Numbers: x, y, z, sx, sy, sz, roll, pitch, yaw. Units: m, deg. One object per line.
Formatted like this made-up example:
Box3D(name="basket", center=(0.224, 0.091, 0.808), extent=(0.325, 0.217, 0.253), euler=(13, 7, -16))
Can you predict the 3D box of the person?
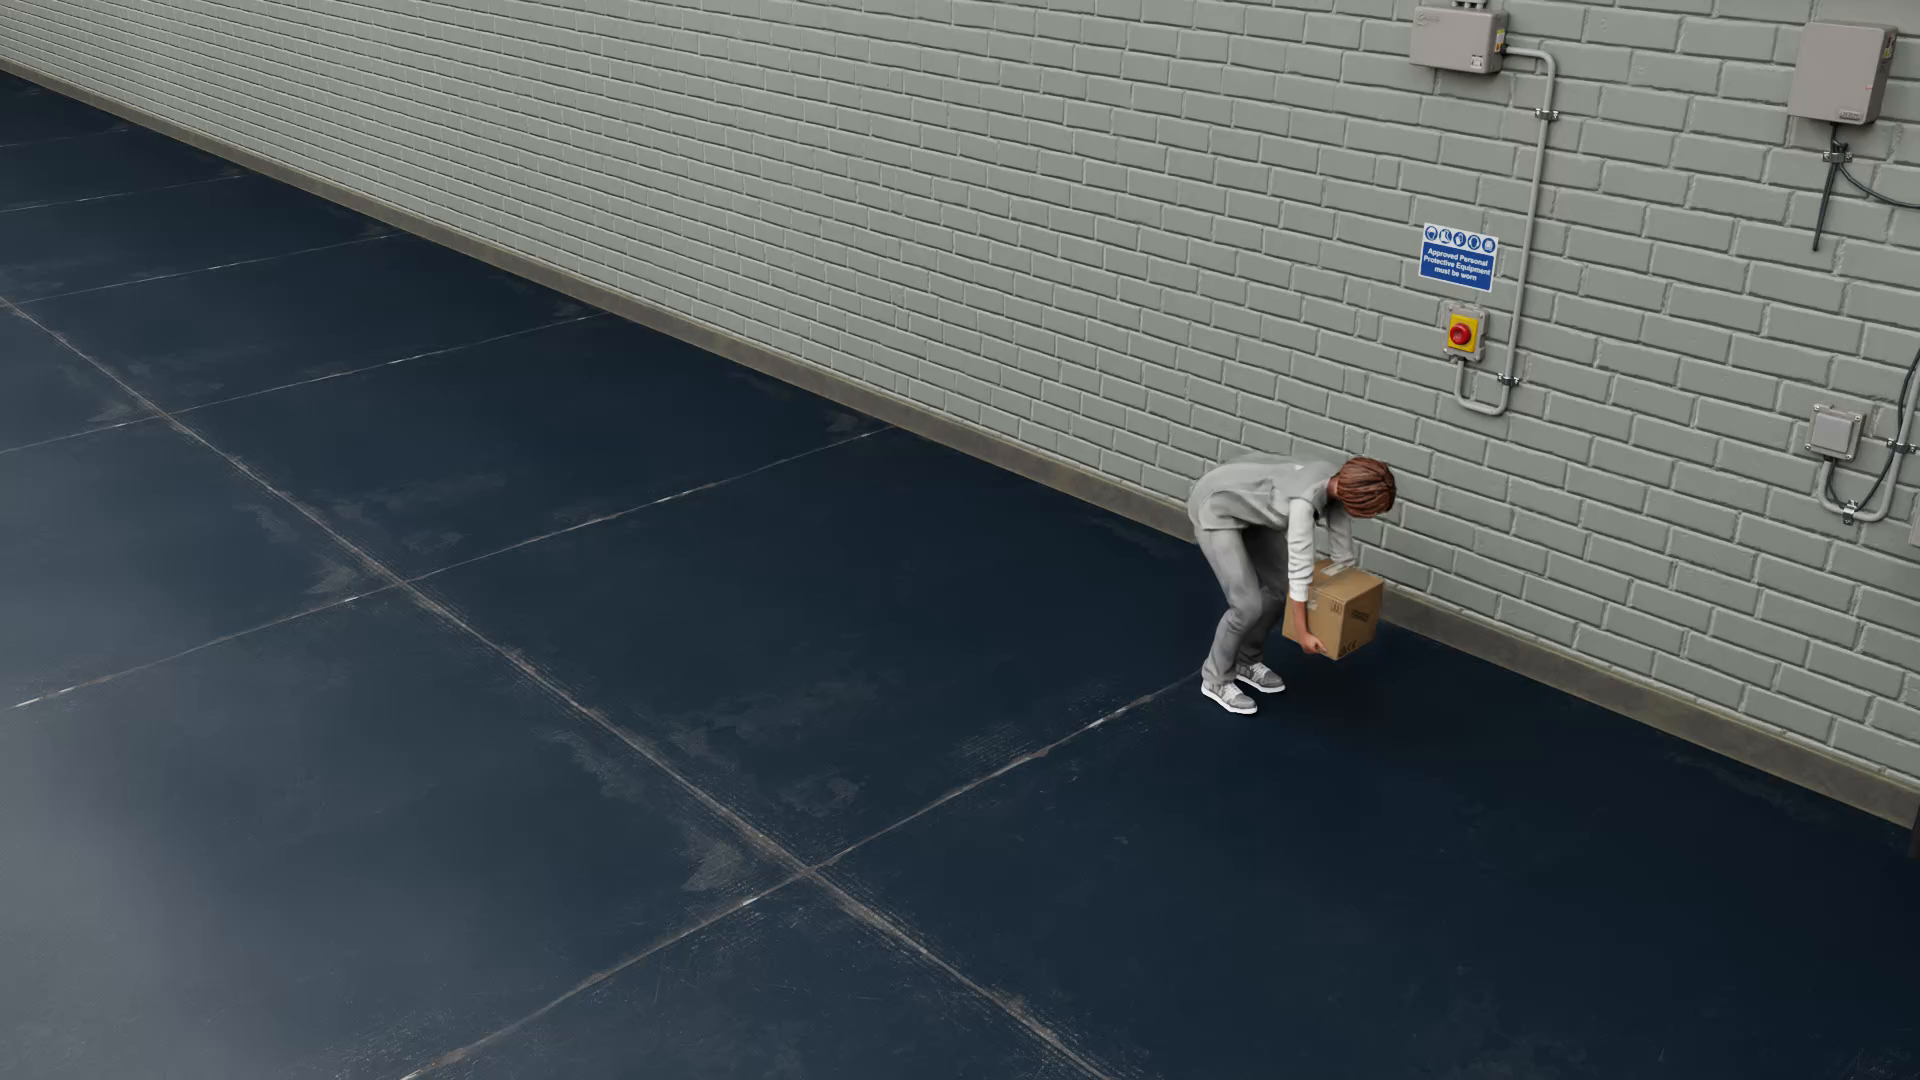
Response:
Box3D(name="person", center=(1.238, 0.146, 6.344), extent=(0.836, 1.144, 0.395), euler=(22, 33, 40))
